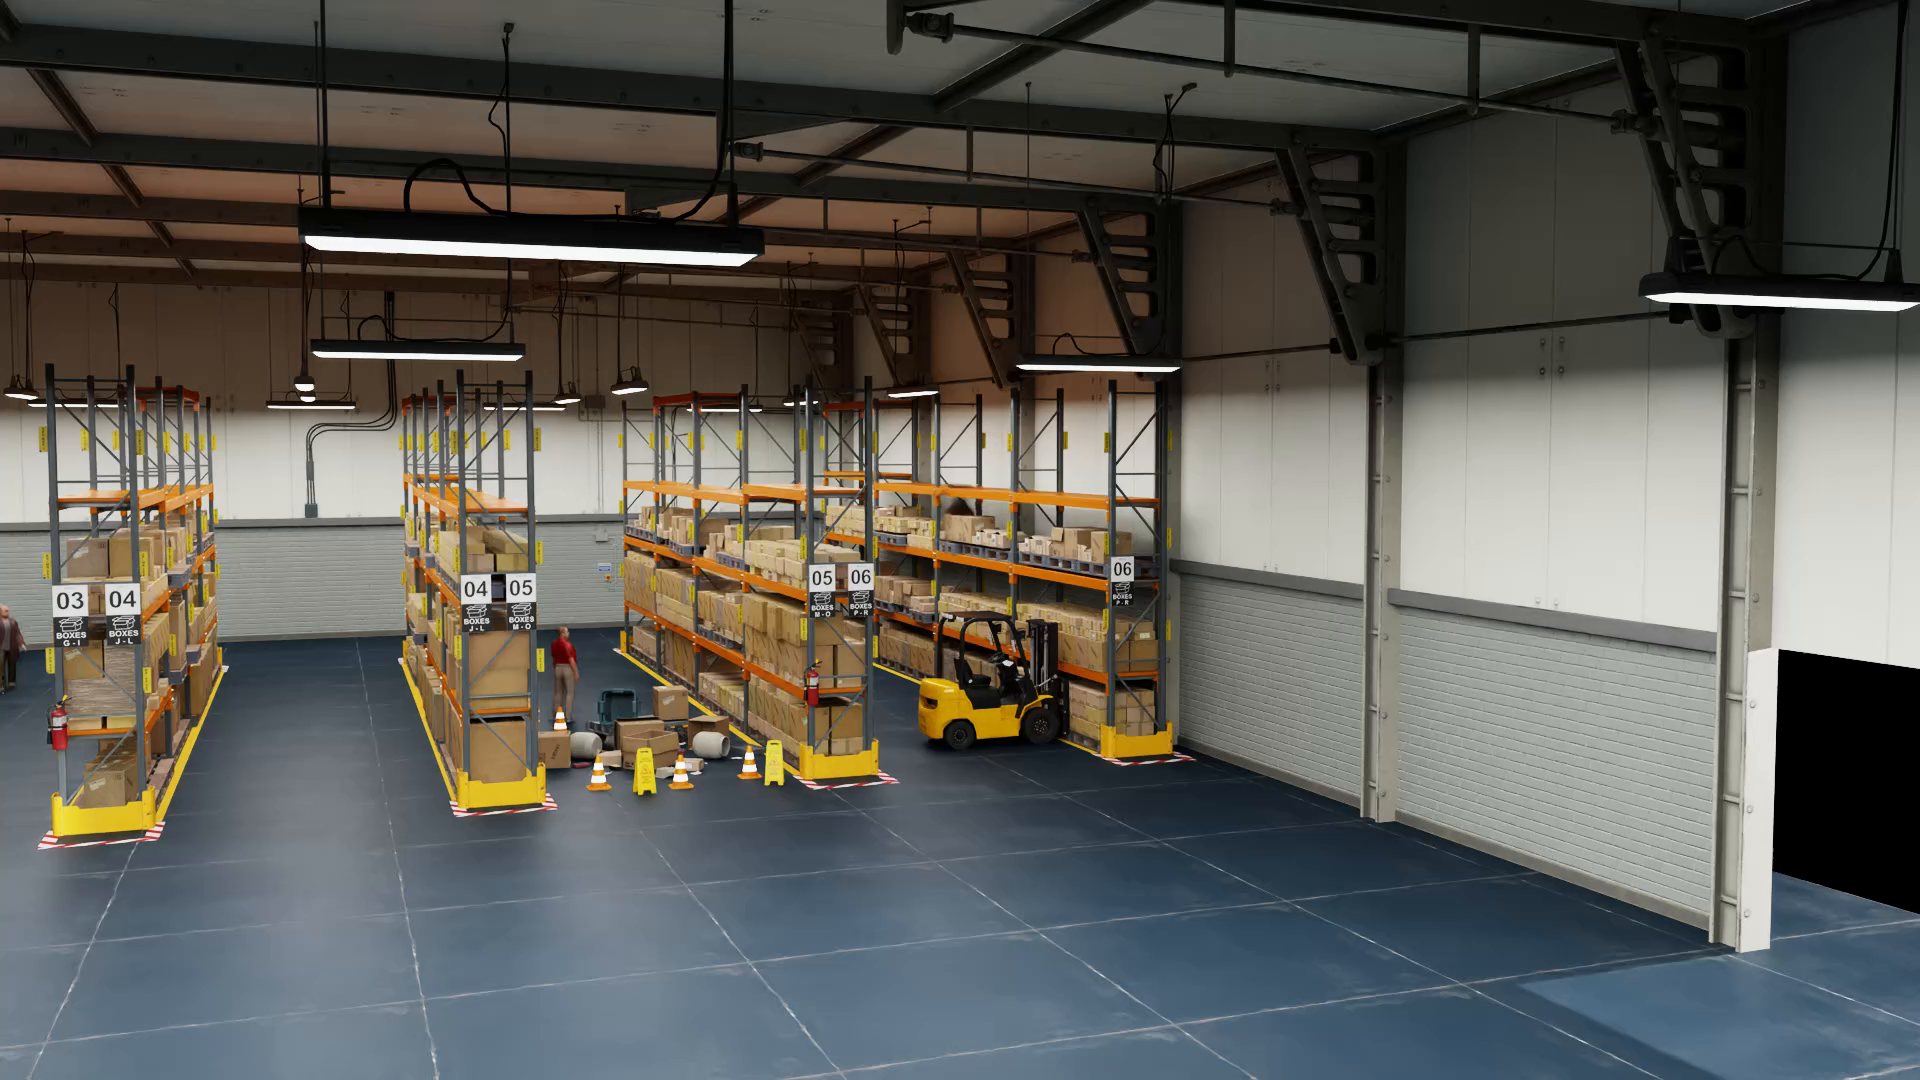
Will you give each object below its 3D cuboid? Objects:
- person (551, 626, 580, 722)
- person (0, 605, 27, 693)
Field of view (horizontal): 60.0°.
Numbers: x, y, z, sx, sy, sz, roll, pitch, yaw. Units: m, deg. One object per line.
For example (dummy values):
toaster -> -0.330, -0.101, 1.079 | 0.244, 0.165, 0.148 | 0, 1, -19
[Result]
person -> -7.073, 2.399, 29.902 | 0.595, 1.715, 0.477 | 1, 4, 23
person -> -19.138, 2.176, 33.345 | 0.729, 1.727, 1.101 | -2, 4, -29
